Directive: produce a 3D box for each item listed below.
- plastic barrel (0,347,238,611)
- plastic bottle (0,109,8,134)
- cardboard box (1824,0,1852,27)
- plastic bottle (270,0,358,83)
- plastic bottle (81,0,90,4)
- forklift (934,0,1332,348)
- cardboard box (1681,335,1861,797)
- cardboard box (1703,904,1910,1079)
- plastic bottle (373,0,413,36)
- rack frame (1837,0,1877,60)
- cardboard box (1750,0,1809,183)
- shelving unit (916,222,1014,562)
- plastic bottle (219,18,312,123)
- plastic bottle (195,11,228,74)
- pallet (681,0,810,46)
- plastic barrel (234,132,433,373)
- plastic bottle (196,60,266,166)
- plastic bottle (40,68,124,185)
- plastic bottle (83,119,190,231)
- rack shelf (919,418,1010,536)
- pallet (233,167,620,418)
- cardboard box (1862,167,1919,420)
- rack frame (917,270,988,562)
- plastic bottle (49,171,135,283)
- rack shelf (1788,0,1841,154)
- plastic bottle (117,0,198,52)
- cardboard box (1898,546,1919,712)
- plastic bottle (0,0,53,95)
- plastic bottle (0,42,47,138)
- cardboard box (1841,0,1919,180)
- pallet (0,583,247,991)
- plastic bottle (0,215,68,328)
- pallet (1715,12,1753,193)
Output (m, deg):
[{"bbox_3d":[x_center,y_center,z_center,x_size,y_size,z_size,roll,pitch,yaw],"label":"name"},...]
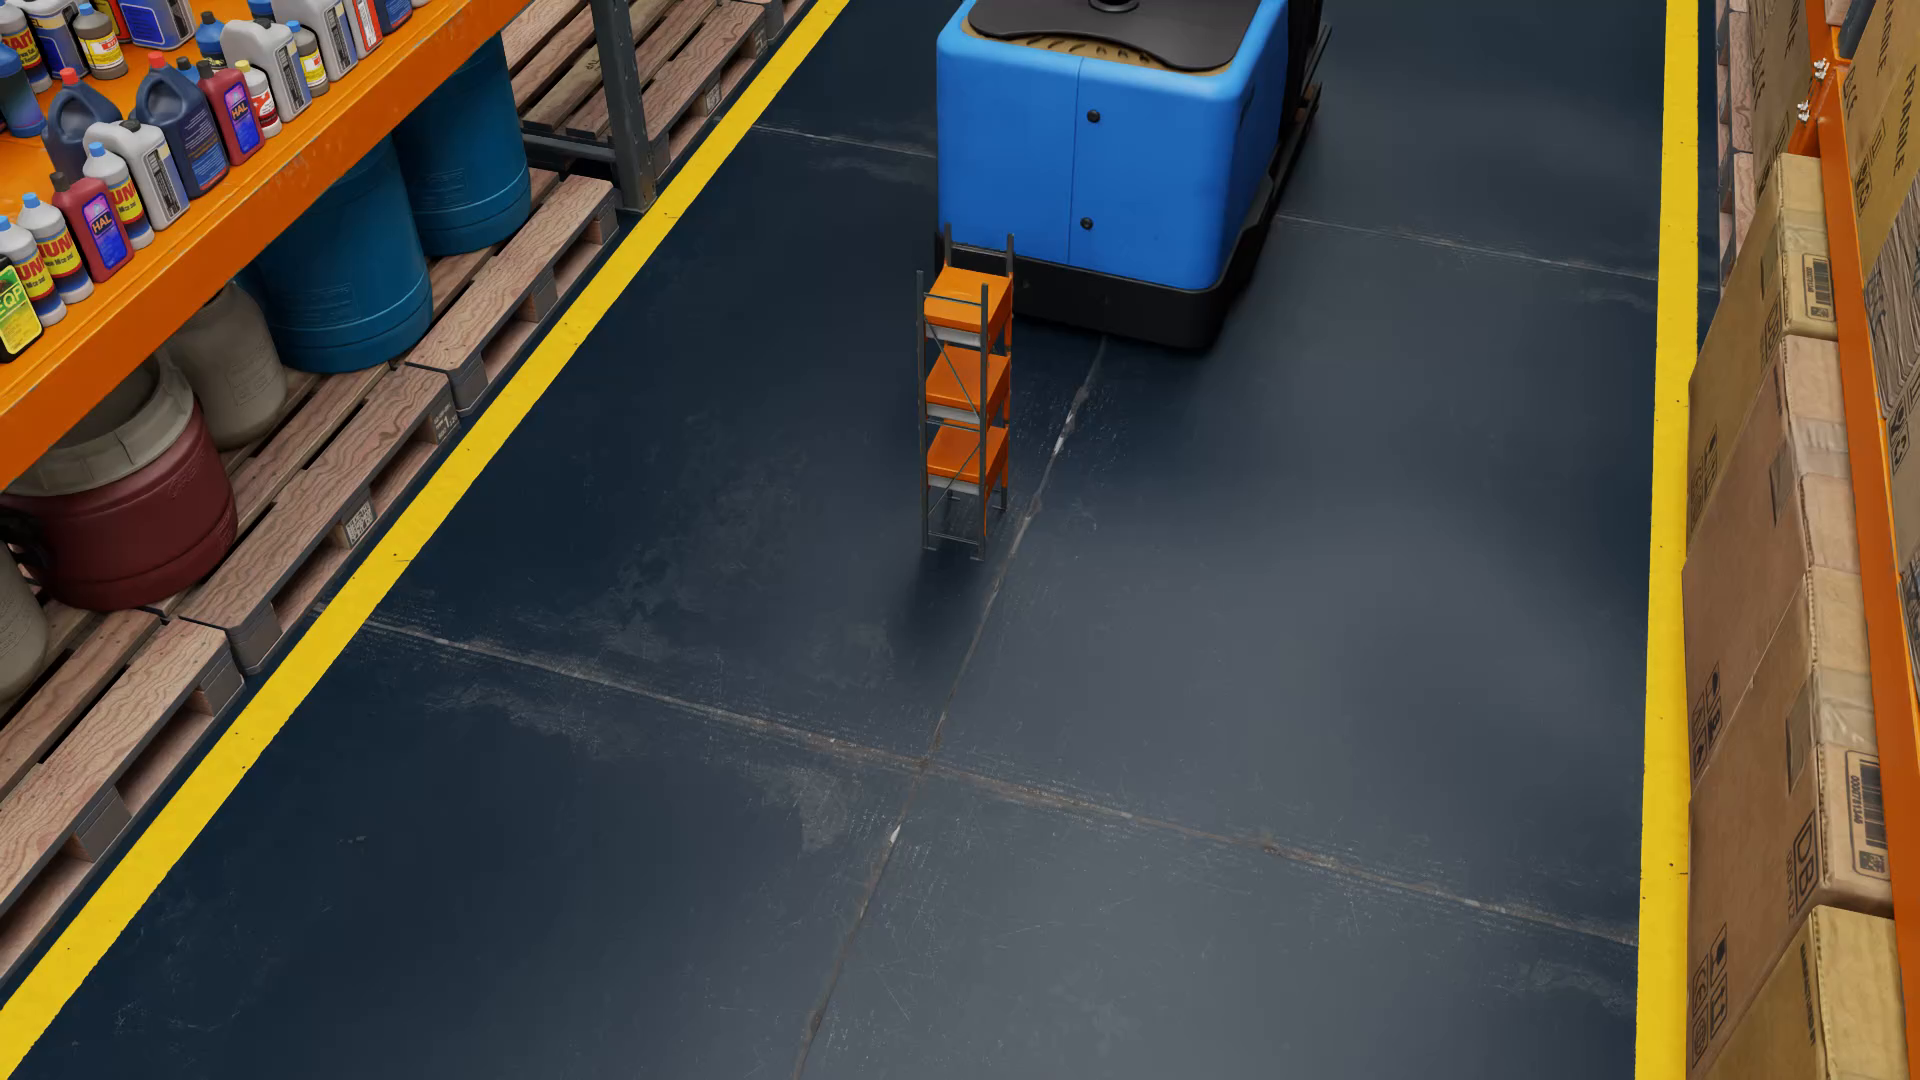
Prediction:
[{"bbox_3d":[-2.439,-0.200,4.734,0.600,0.588,0.708,13,46,13],"label":"plastic barrel"},{"bbox_3d":[-2.666,-1.243,4.411,0.144,0.351,0.185,13,46,13],"label":"plastic bottle"},{"bbox_3d":[2.799,-1.629,4.950,0.380,0.149,0.250,13,46,13],"label":"cardboard box"},{"bbox_3d":[-1.817,-1.451,4.677,0.152,0.276,0.135,13,46,13],"label":"plastic bottle"},{"bbox_3d":[-2.546,-1.508,4.789,0.097,0.201,0.097,0,44,0],"label":"plastic bottle"},{"bbox_3d":[0.885,-2.767,5.982,1.130,2.935,3.031,14,46,14],"label":"forklift"},{"bbox_3d":[2.574,0.189,4.131,1.225,0.875,0.875,11,45,11],"label":"cardboard box"},{"bbox_3d":[2.036,1.373,2.921,1.225,0.875,0.875,11,45,11],"label":"cardboard box"},{"bbox_3d":[-1.724,-1.673,4.850,0.144,0.351,0.185,13,46,13],"label":"plastic bottle"},{"bbox_3d":[3.019,-1.447,4.584,1.000,3.000,0.127,13,46,13],"label":"rack frame"},{"bbox_3d":[3.568,-1.860,6.225,0.875,0.875,0.875,13,46,13],"label":"cardboard box"},{"bbox_3d":[0.016,-0.411,4.919,0.215,1.050,0.252,13,46,13],"label":"shelving unit"},{"bbox_3d":[-1.887,-1.296,4.519,0.152,0.276,0.135,13,46,13],"label":"plastic bottle"},{"bbox_3d":[-2.012,-1.309,4.535,0.097,0.271,0.097,0,44,0],"label":"plastic bottle"},{"bbox_3d":[-1.148,-2.813,7.974,1.003,0.211,1.213,13,46,13],"label":"pallet"},{"bbox_3d":[-2.097,-1.065,5.394,0.600,0.901,0.708,13,46,13],"label":"plastic barrel"},{"bbox_3d":[-1.914,-1.135,4.349,0.061,0.283,0.133,13,46,13],"label":"plastic bottle"},{"bbox_3d":[-2.187,-1.004,4.167,0.144,0.351,0.185,13,46,13],"label":"plastic bottle"},{"bbox_3d":[-2.054,-0.930,4.144,0.152,0.276,0.135,13,46,13],"label":"plastic bottle"},{"bbox_3d":[0.016,-0.205,5.121,0.215,0.259,0.240,13,46,13],"label":"rack shelf"},{"bbox_3d":[-1.975,-0.994,6.114,1.003,0.211,1.213,13,46,13],"label":"pallet"},{"bbox_3d":[2.338,-0.560,3.606,0.500,0.500,0.500,12,46,12],"label":"cardboard box"},{"bbox_3d":[-0.021,-0.330,4.836,0.200,1.050,0.008,13,46,13],"label":"rack frame"},{"bbox_3d":[-2.080,-0.768,3.974,0.061,0.283,0.133,13,46,13],"label":"plastic bottle"},{"bbox_3d":[3.625,-2.523,6.198,1.077,0.370,4.000,13,46,13],"label":"rack shelf"},{"bbox_3d":[-2.340,-1.574,4.803,0.152,0.276,0.135,13,46,13],"label":"plastic bottle"},{"bbox_3d":[2.032,0.125,2.907,0.500,0.500,0.500,11,45,11],"label":"cardboard box"},{"bbox_3d":[-2.617,-1.379,4.606,0.097,0.271,0.097,0,44,0],"label":"plastic bottle"},{"bbox_3d":[-2.538,-1.218,4.442,0.097,0.271,0.097,0,44,0],"label":"plastic bottle"},{"bbox_3d":[2.641,-1.229,4.289,0.500,0.500,0.500,13,46,13],"label":"cardboard box"},{"bbox_3d":[-2.714,0.633,4.452,1.003,0.211,1.213,13,46,13],"label":"pallet"},{"bbox_3d":[-2.162,-0.626,3.837,0.097,0.271,0.097,0,44,0],"label":"plastic bottle"},{"bbox_3d":[3.691,-1.756,6.894,1.003,0.211,1.213,13,46,12],"label":"pallet"}]
